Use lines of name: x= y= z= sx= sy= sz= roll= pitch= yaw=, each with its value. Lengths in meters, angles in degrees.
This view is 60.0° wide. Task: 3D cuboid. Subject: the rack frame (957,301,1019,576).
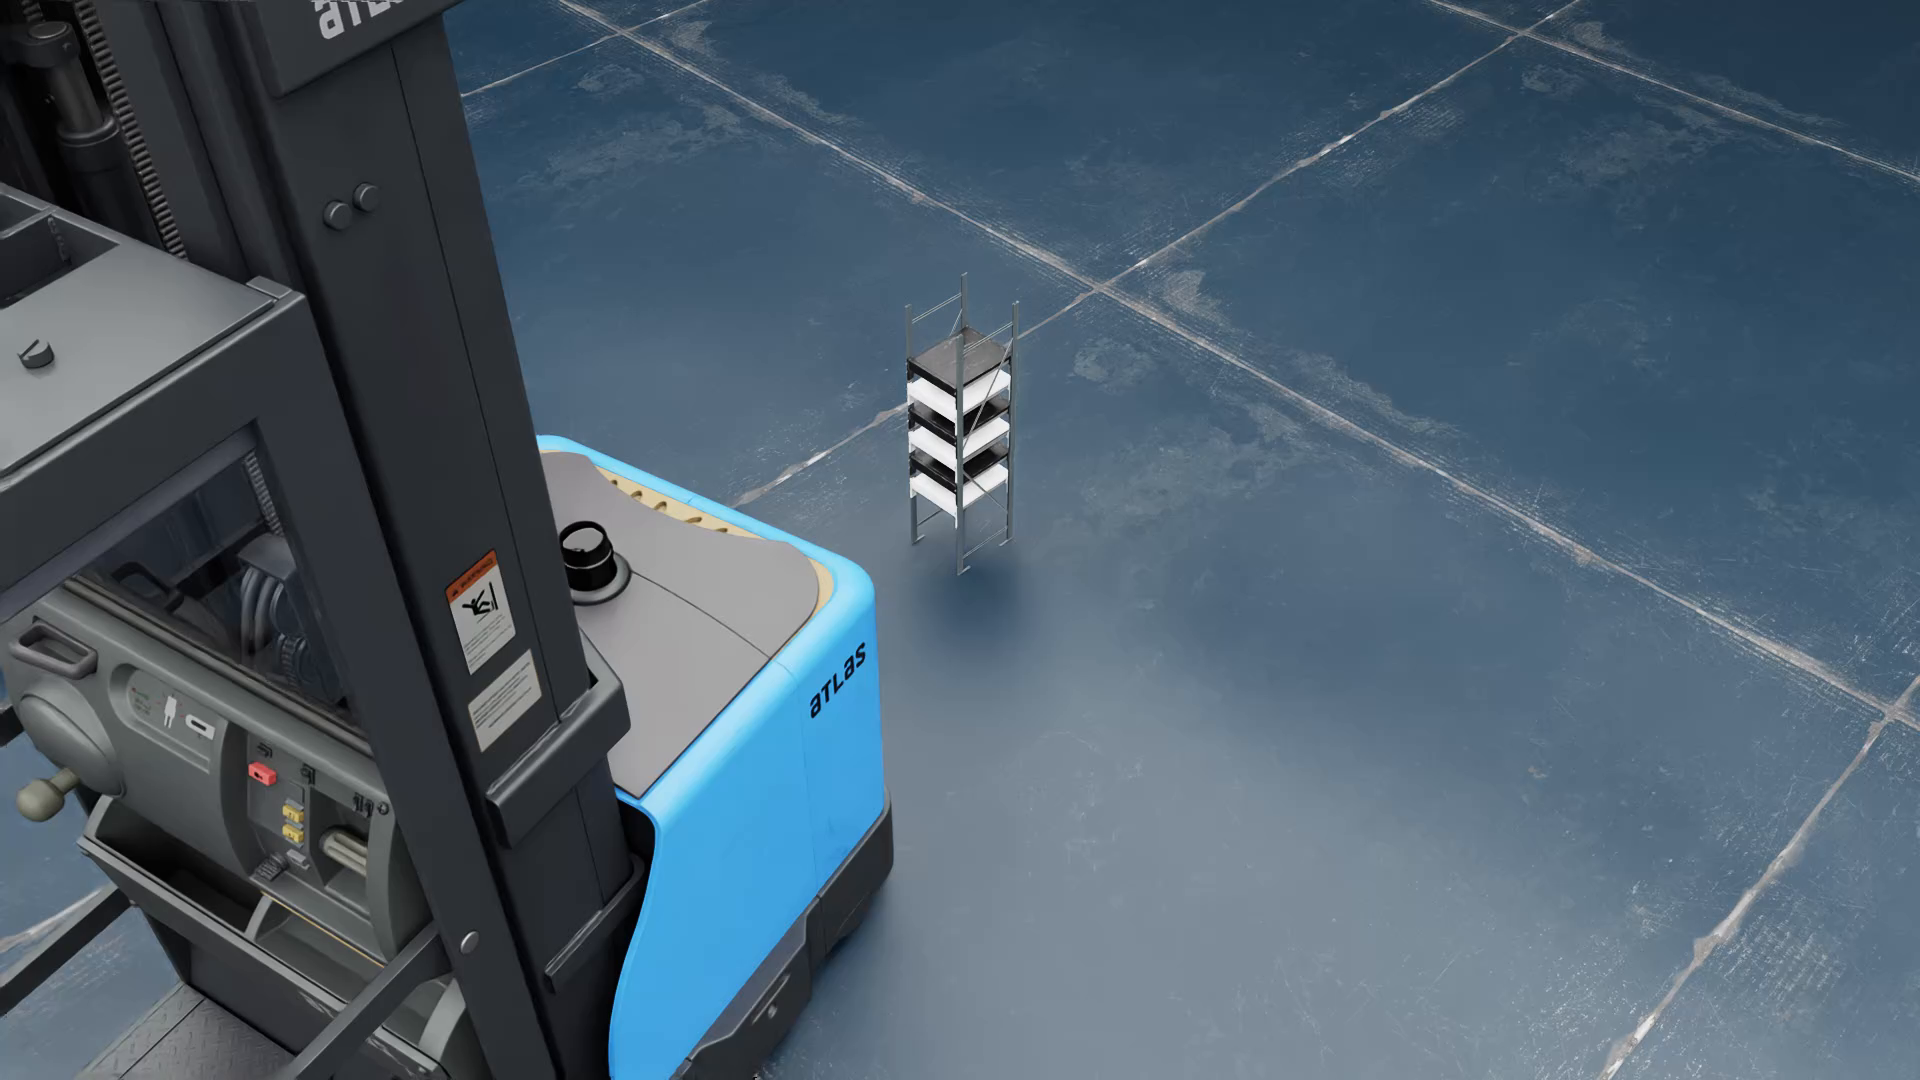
rack frame: x=0.078 y=-0.278 z=4.888 sx=0.240 sy=0.900 sz=0.006 roll=-34 pitch=53 yaw=-31

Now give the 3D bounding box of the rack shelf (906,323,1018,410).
rack shelf: x=0.006 y=-0.500 z=4.780 sx=0.258 sy=0.077 sz=0.200 roll=-34 pitch=53 yaw=-31

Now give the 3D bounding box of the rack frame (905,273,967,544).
rack frame: x=-0.066 y=-0.375 z=4.993 sx=0.240 sy=0.900 sz=0.006 roll=-34 pitch=53 yaw=-31

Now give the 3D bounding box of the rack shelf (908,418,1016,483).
rack shelf: x=0.006 y=-0.302 z=4.963 sx=0.258 sy=0.077 sz=0.200 roll=-34 pitch=53 yaw=-31

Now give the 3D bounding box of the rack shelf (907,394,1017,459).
rack shelf: x=0.006 y=-0.368 z=4.902 sx=0.258 sy=0.077 sz=0.200 roll=-34 pitch=53 yaw=-31

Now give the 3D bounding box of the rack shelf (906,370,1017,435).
rack shelf: x=0.006 y=-0.434 z=4.841 sx=0.258 sy=0.077 sz=0.200 roll=-34 pitch=53 yaw=-31

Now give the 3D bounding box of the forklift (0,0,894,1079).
forklift: x=-1.363 y=0.464 z=2.589 sx=1.130 sy=2.935 sz=3.031 roll=22 pitch=47 yaw=22

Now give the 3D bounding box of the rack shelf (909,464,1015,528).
rack shelf: x=0.006 y=-0.170 z=5.085 sx=0.258 sy=0.077 sz=0.200 roll=-34 pitch=53 yaw=-31

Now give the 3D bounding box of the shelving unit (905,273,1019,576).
shelving unit: x=0.006 y=-0.327 z=4.940 sx=0.258 sy=0.900 sz=0.210 roll=-34 pitch=53 yaw=-31

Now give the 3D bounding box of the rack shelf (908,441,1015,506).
rack shelf: x=0.006 y=-0.236 z=5.024 sx=0.258 sy=0.077 sz=0.200 roll=-34 pitch=53 yaw=-31
